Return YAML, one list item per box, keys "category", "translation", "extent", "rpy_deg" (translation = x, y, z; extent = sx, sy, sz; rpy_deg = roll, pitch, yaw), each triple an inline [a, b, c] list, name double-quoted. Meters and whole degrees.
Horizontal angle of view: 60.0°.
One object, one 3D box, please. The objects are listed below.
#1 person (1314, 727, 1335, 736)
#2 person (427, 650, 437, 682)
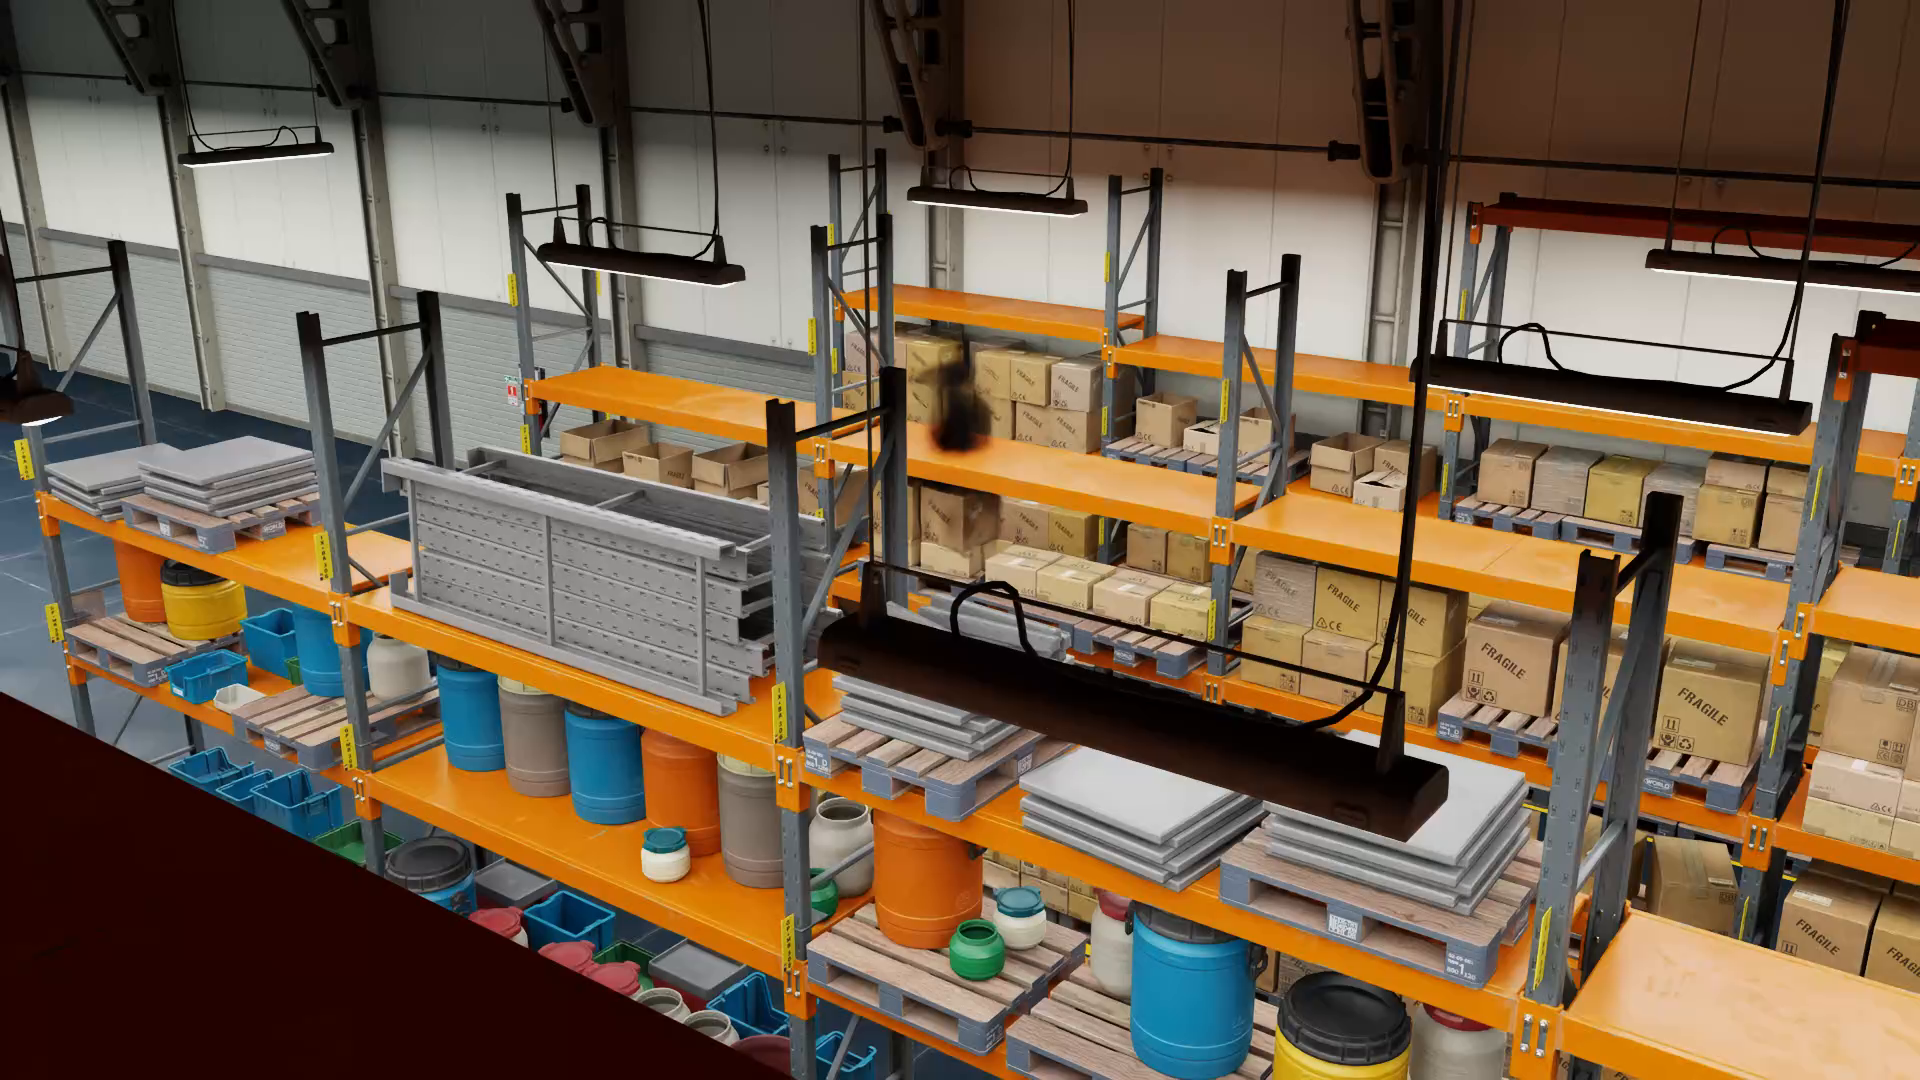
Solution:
- category: "person"
  translation: [3.181, 2.377, 15.222]
  extent: [0.716, 1.751, 0.685]
  rpy_deg: [11, 21, 29]
- category: "person"
  translation: [-6.349, 0.967, 19.839]
  extent: [0.688, 1.548, 0.537]
  rpy_deg: [-14, 23, -36]
